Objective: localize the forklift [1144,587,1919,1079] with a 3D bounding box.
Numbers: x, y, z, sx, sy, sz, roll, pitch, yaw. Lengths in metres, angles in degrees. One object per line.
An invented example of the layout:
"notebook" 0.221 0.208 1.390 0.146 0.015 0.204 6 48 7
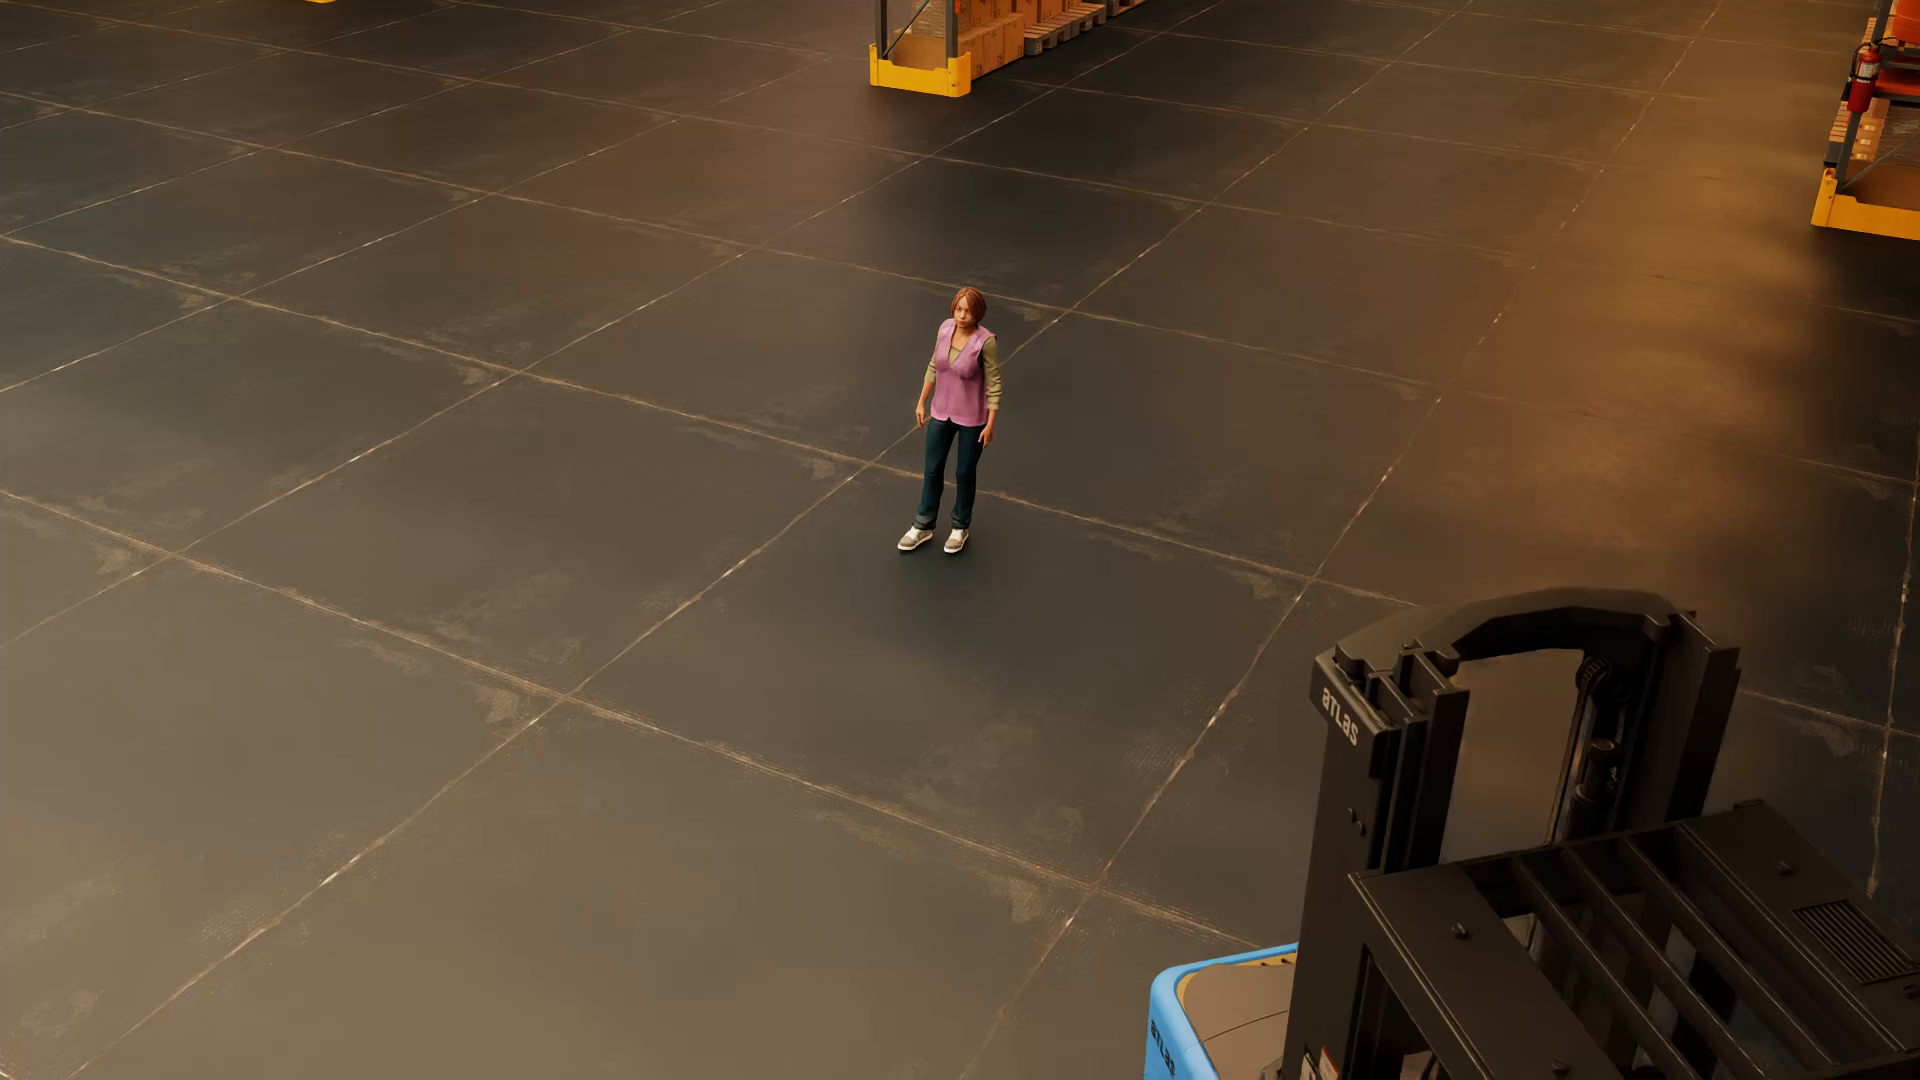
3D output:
"forklift" 1.468 1.717 4.096 1.130 2.935 3.031 -7 31 -13

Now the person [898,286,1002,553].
"person" -0.048 -0.669 9.550 0.520 1.597 0.476 15 33 25
